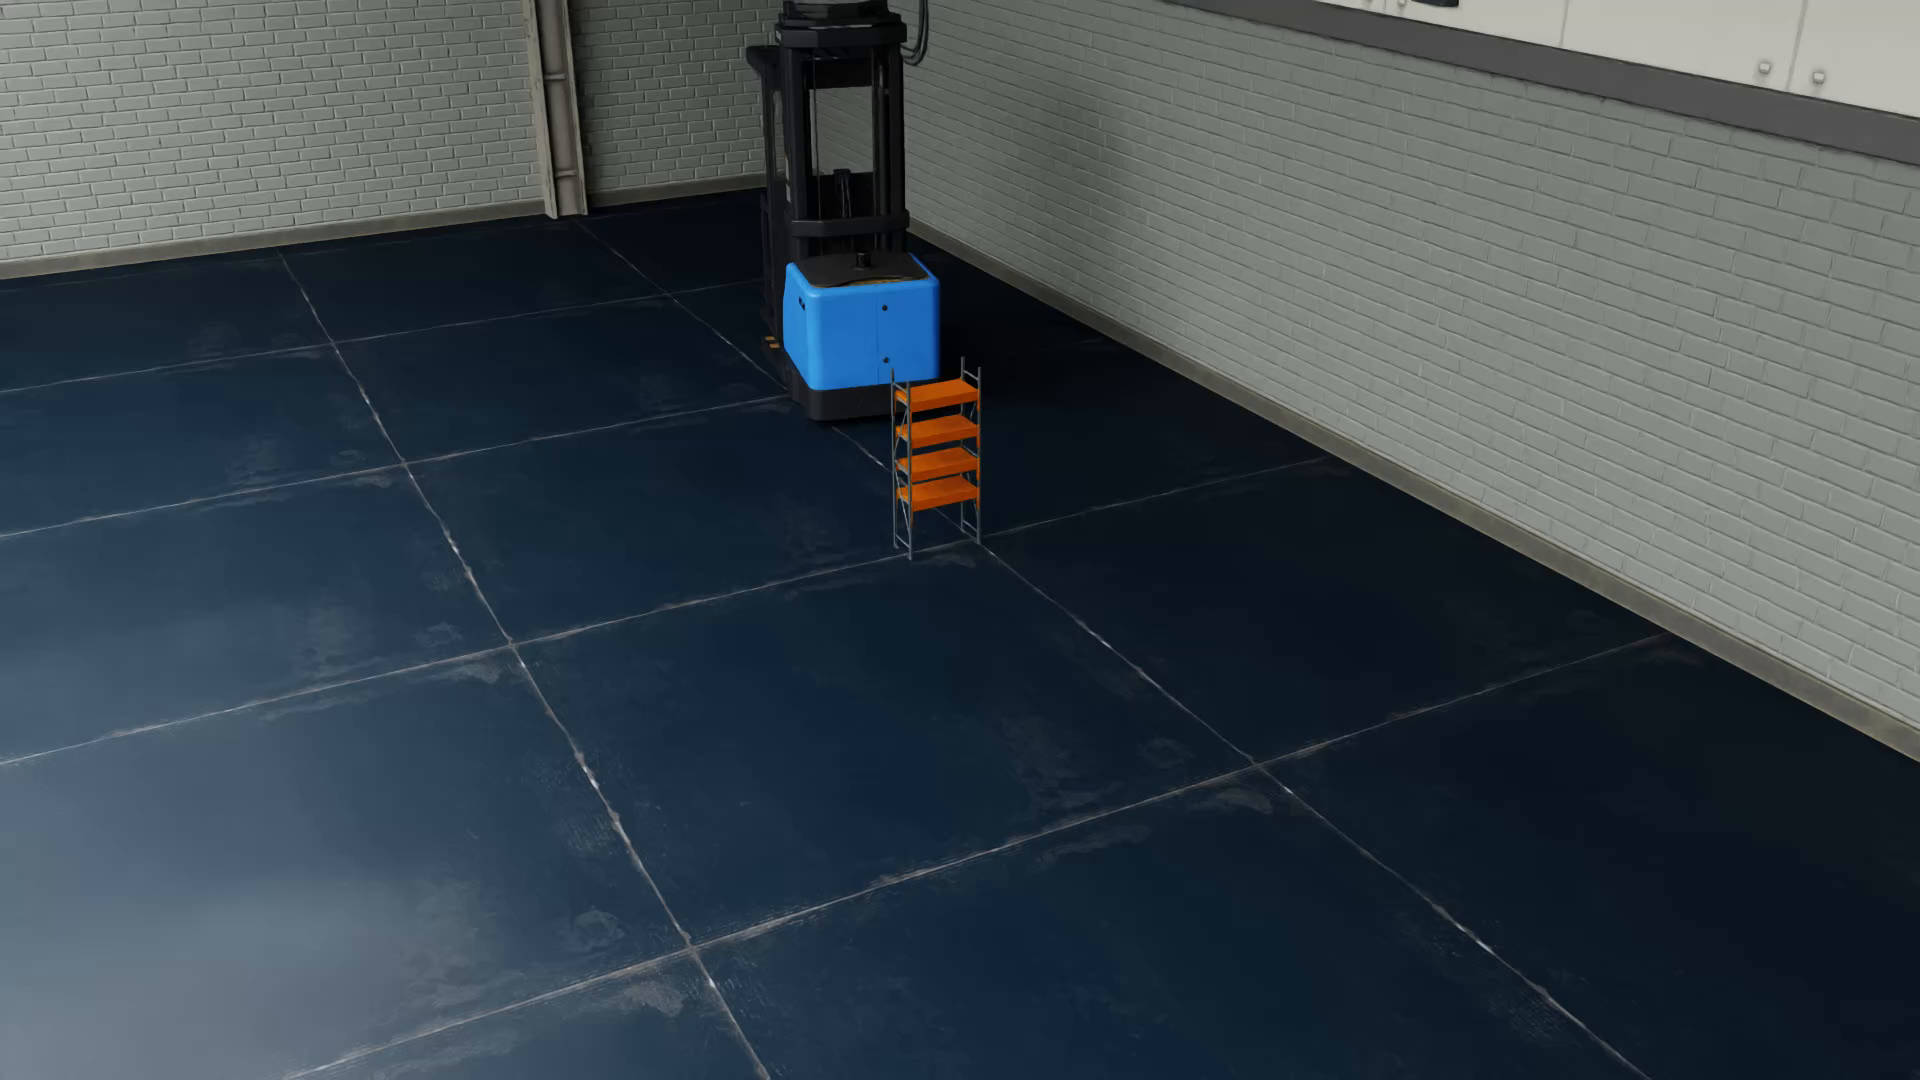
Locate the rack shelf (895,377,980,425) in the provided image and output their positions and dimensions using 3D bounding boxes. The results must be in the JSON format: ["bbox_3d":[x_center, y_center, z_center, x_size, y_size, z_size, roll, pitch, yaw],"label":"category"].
[{"bbox_3d":[-0.146,-0.861,10.250,0.480,0.148,0.258,-13,29,-25],"label":"rack shelf"}]

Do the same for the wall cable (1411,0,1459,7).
[{"bbox_3d":[3.376,-5.624,8.137,0.169,6.003,2.305,-13,29,-25],"label":"wall cable"}]

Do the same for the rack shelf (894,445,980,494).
[{"bbox_3d":[-0.146,-0.447,10.449,0.480,0.148,0.258,-13,29,-25],"label":"rack shelf"}]

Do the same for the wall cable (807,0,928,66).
[{"bbox_3d":[-1.077,-6.320,17.104,0.112,2.526,3.097,-13,29,-25],"label":"wall cable"}]

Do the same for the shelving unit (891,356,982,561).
[{"bbox_3d":[-0.146,-0.507,10.420,0.503,1.200,0.258,-13,29,-25],"label":"shelving unit"}]

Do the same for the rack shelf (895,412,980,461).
[{"bbox_3d":[-0.146,-0.648,10.352,0.480,0.148,0.258,-13,29,-25],"label":"rack shelf"}]

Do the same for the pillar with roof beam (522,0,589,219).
[{"bbox_3d":[-2.273,-5.980,12.809,0.400,9.000,9.100,-13,29,-25],"label":"pillar with roof beam"}]

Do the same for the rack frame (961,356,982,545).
[{"bbox_3d":[0.069,-0.557,10.524,0.015,1.200,0.240,-13,29,-25],"label":"rack frame"}]

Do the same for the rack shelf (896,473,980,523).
[{"bbox_3d":[-0.146,-0.268,10.535,0.480,0.148,0.258,-13,29,-25],"label":"rack shelf"}]

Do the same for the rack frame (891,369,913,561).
[{"bbox_3d":[-0.361,-0.457,10.317,0.015,1.200,0.240,-13,29,-25],"label":"rack frame"}]

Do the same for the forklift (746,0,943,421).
[{"bbox_3d":[-1.040,-2.827,13.251,1.130,2.935,3.031,-7,27,-15],"label":"forklift"}]
